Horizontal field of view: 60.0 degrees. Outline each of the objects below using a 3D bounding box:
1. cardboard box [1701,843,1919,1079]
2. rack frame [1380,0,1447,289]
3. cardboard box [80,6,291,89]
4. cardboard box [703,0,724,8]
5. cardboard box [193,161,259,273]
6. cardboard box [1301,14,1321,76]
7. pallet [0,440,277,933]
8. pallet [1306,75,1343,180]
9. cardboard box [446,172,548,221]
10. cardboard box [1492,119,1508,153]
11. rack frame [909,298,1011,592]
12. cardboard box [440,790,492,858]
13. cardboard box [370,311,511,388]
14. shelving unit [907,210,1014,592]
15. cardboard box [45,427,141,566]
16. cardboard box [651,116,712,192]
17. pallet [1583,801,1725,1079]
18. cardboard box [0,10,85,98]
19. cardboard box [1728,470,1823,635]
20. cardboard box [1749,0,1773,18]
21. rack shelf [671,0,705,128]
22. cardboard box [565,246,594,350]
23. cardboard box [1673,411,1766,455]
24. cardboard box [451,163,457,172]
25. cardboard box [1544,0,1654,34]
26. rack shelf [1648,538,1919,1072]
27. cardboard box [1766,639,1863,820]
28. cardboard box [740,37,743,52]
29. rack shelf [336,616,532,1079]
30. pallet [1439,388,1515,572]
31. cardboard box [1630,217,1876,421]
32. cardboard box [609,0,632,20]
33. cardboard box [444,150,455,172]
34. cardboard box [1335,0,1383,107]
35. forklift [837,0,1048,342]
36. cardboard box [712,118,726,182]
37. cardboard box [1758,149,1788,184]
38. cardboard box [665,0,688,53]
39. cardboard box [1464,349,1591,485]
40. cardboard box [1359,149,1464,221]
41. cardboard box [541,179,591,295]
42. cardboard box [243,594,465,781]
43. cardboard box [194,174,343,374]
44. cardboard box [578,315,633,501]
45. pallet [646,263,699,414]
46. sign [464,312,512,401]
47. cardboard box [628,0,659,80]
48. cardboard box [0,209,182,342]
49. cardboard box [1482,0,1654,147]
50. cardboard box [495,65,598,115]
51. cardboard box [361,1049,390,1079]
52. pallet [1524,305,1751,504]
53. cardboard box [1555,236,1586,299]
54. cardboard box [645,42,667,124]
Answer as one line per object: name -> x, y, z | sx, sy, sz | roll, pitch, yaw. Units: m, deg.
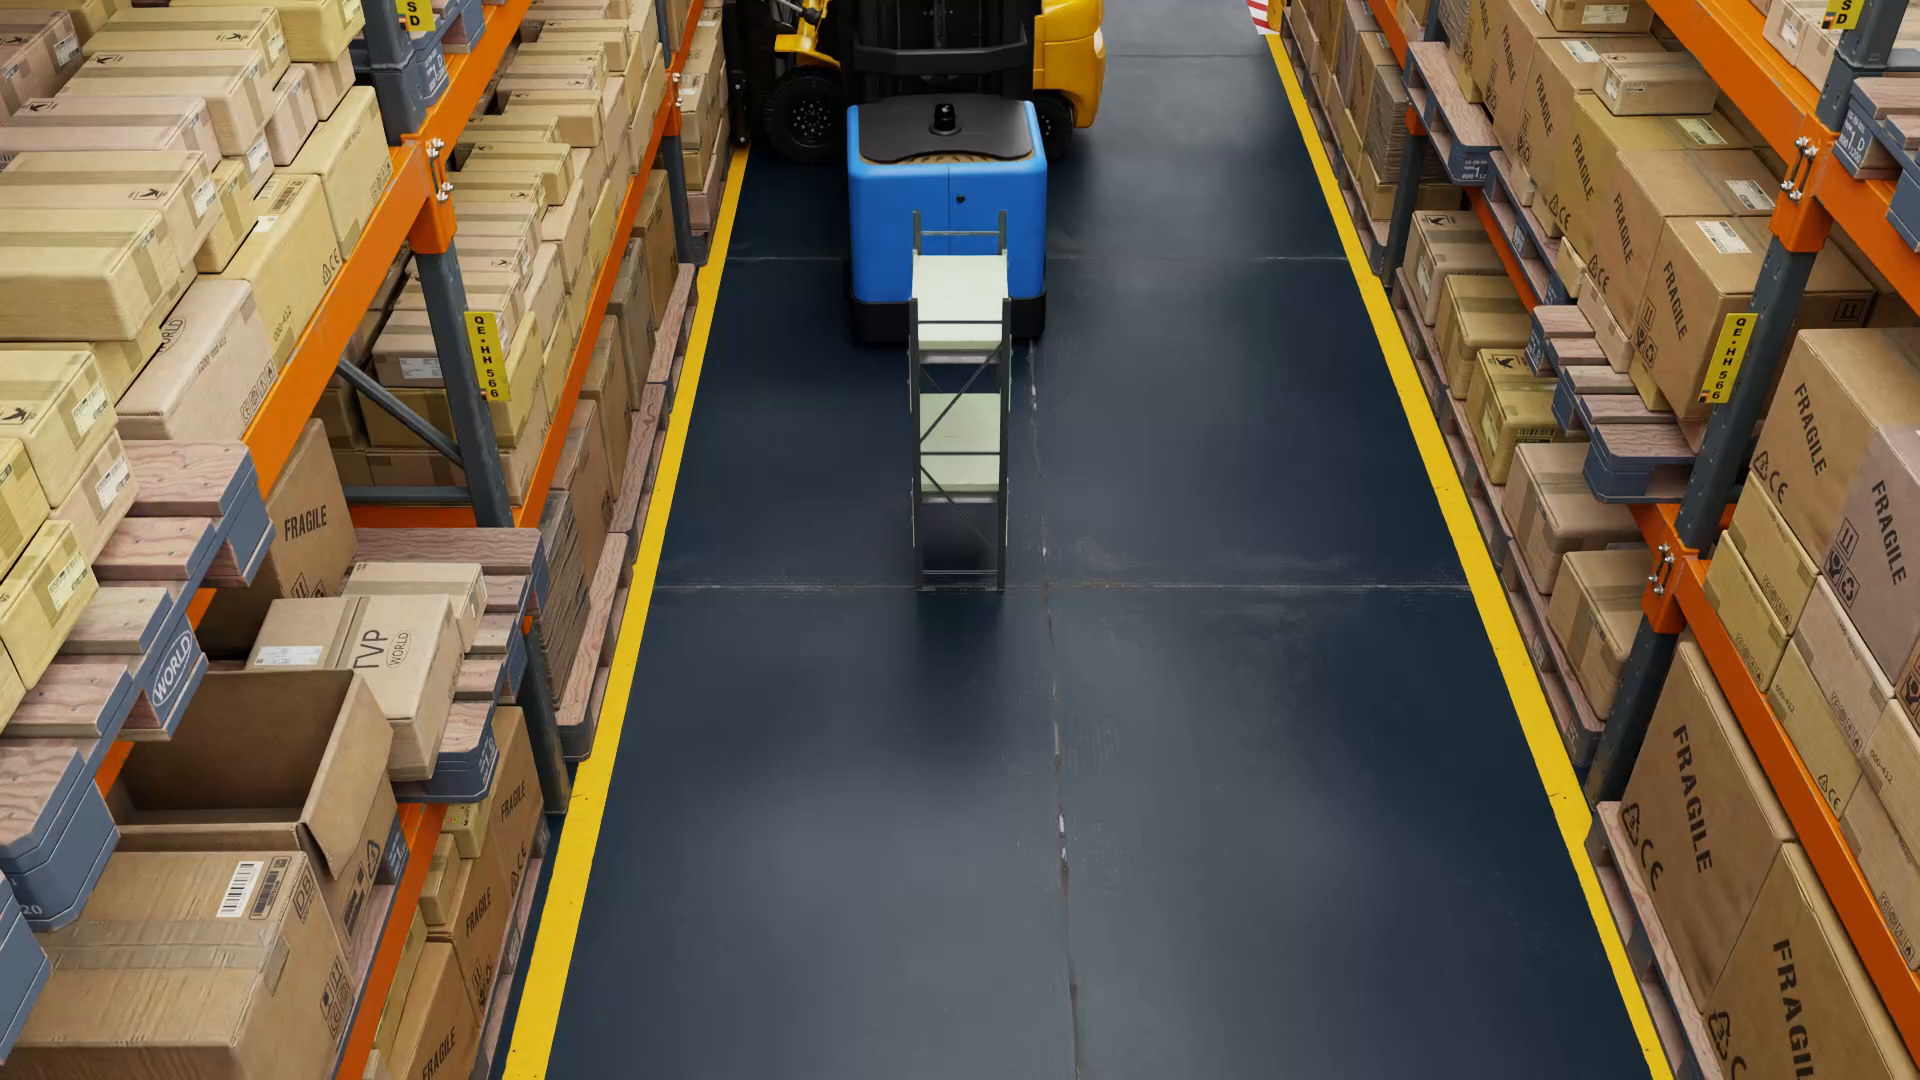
cardboard box -> 2.857, 1.505, 4.837 | 0.875, 0.875, 0.875 | 0, 39, 1
rack frame -> 2.938, -2.652, 8.660 | 1.000, 3.000, 0.127 | 0, 39, 0
cardboard box -> -1.831, -1.149, 3.949 | 0.380, 0.149, 0.250 | -1, 39, -2
cardboard box -> -1.708, -3.389, 10.643 | 0.500, 0.250, 0.500 | -1, 39, -1
cardboard box -> -1.781, -0.708, 3.638 | 0.380, 0.149, 0.250 | 0, 39, 0
cardboard box -> 2.651, -3.420, 11.482 | 0.500, 0.250, 0.500 | 1, 39, 2
pallet -> -1.952, 0.204, 2.849 | 1.213, 0.211, 1.003 | 0, 39, 0
pallet -> 2.897, -2.748, 11.011 | 1.003, 0.211, 1.213 | 0, 39, 0
cardboard box -> -1.798, -1.284, 6.355 | 0.380, 0.149, 0.250 | 0, 39, 0
cardboard box -> 2.649, -1.877, 7.559 | 0.380, 0.149, 0.250 | 1, 39, 1
rack frame -> 0.000, -0.361, 7.001 | 0.400, 1.500, 0.023 | 0, 39, 0
cardboard box -> -1.736, 0.894, 5.381 | 0.380, 0.149, 0.250 | -2, 39, -2
cardboard box -> -1.727, -0.636, 5.546 | 0.380, 0.149, 0.250 | 1, 39, 1
shelving unit -> 0.000, -0.589, 7.286 | 0.431, 1.500, 0.755 | 0, 39, 0
cardboard box -> -1.647, -0.067, 2.821 | 0.380, 0.149, 0.250 | 1, 39, 1
cardboard box -> -1.718, -2.234, 9.603 | 0.500, 0.250, 0.500 | 0, 39, 0
pallet -> 2.868, 1.431, 5.795 | 1.003, 0.211, 1.213 | 0, 39, 0
cardboard box -> -2.326, -1.139, 3.937 | 0.380, 0.149, 0.250 | 0, 39, 0
cardboard box -> 2.696, 0.030, 5.034 | 0.500, 0.250, 0.500 | 0, 39, 0
cardboard box -> 2.951, -1.952, 5.309 | 0.700, 0.500, 0.500 | 0, 39, 0
rack shelf -> -2.028, -3.616, 10.438 | 1.077, 0.370, 4.000 | 0, 39, 0
cardboard box -> -1.781, -1.000, 6.719 | 0.500, 0.250, 0.500 | -1, 39, -2
cardboard box -> 2.707, -0.421, 5.741 | 0.380, 0.149, 0.250 | 1, 39, 2
cardboard box -> -2.293, -1.509, 6.955 | 0.500, 0.250, 0.500 | -1, 39, -1
cardboard box -> 2.689, -2.250, 6.987 | 0.380, 0.149, 0.250 | 2, 39, 2
rack shelf -> 2.945, 1.381, 4.203 | 1.077, 0.370, 4.000 | 0, 39, 0
cardboard box -> 2.710, 0.536, 4.803 | 0.500, 0.250, 0.500 | -1, 39, -1
cardboard box -> -1.706, -3.492, 11.172 | 0.500, 0.250, 0.500 | -1, 39, -1
rack shelf -> -2.019, 1.387, 4.196 | 1.077, 0.370, 4.000 | 0, 39, 0
pallet -> 2.944, -0.312, 7.970 | 1.003, 0.211, 1.213 | 0, 39, 0
cardboard box -> 2.664, -0.753, 5.638 | 0.500, 0.500, 0.500 | -1, 39, -1
cardboard box -> -1.785, -2.563, 7.951 | 0.380, 0.149, 0.250 | -1, 39, -1
cardboard box -> -2.245, -1.600, 6.749 | 0.380, 0.149, 0.250 | 1, 39, 1
cardboard box -> 2.665, -3.042, 10.411 | 0.500, 0.500, 0.500 | 2, 39, 2
forklift -> -0.146, -3.115, 9.293 | 1.130, 2.935, 3.031 | -2, 39, -3
cardboard box -> -1.711, -2.357, 10.155 | 0.500, 0.250, 0.500 | -1, 39, -1
cardboard box -> 3.166, -1.077, 6.041 | 0.500, 0.500, 0.500 | 2, 39, 2
cardboard box -> -1.765, -2.962, 8.968 | 0.500, 0.500, 0.500 | -1, 39, -1
cardboard box -> 2.948, -0.578, 7.838 | 0.950, 0.372, 0.625 | 1, 39, 1
cardboard box -> 2.668, -2.112, 9.850 | 0.500, 0.250, 0.500 | 2, 39, 2
cardboard box -> -1.760, -1.199, 6.567 | 0.500, 0.250, 0.500 | -1, 39, -1
cardboard box -> -1.696, 0.410, 4.624 | 0.500, 0.250, 0.500 | -2, 39, -2
cardboard box -> -1.777, -0.621, 3.848 | 0.500, 0.250, 0.500 | 0, 39, 0
cardboard box -> -2.018, -0.601, 7.665 | 0.875, 0.625, 0.625 | -2, 39, -2
pallet -> -1.986, -1.097, 8.950 | 1.003, 0.211, 1.213 | 0, 39, 0
sign -> -1.479, -0.571, 5.202 | 0.100, 0.325, 0.005 | 0, 39, 0
cardboard box -> -1.770, -2.475, 8.160 | 0.500, 0.250, 0.500 | -1, 39, -1
cardboard box -> -1.724, -0.502, 3.142 | 0.380, 0.149, 0.250 | 0, 39, 0
cardboard box -> 2.640, -2.055, 7.262 | 0.500, 0.500, 0.500 | 0, 39, 0
cardboard box -> -1.772, -1.925, 7.155 | 0.380, 0.149, 0.250 | 0, 39, 0
cardboard box -> -1.794, 1.552, 4.559 | 0.380, 0.149, 0.250 | -2, 39, -2
pallet -> 2.835, -0.521, 6.155 | 1.213, 0.211, 1.003 | 0, 39, 0
cardboard box -> 2.582, -1.075, 6.558 | 0.380, 0.149, 0.250 | 1, 39, 1
cardboard box -> -1.764, -2.272, 8.307 | 0.500, 0.250, 0.500 | 1, 39, 1
